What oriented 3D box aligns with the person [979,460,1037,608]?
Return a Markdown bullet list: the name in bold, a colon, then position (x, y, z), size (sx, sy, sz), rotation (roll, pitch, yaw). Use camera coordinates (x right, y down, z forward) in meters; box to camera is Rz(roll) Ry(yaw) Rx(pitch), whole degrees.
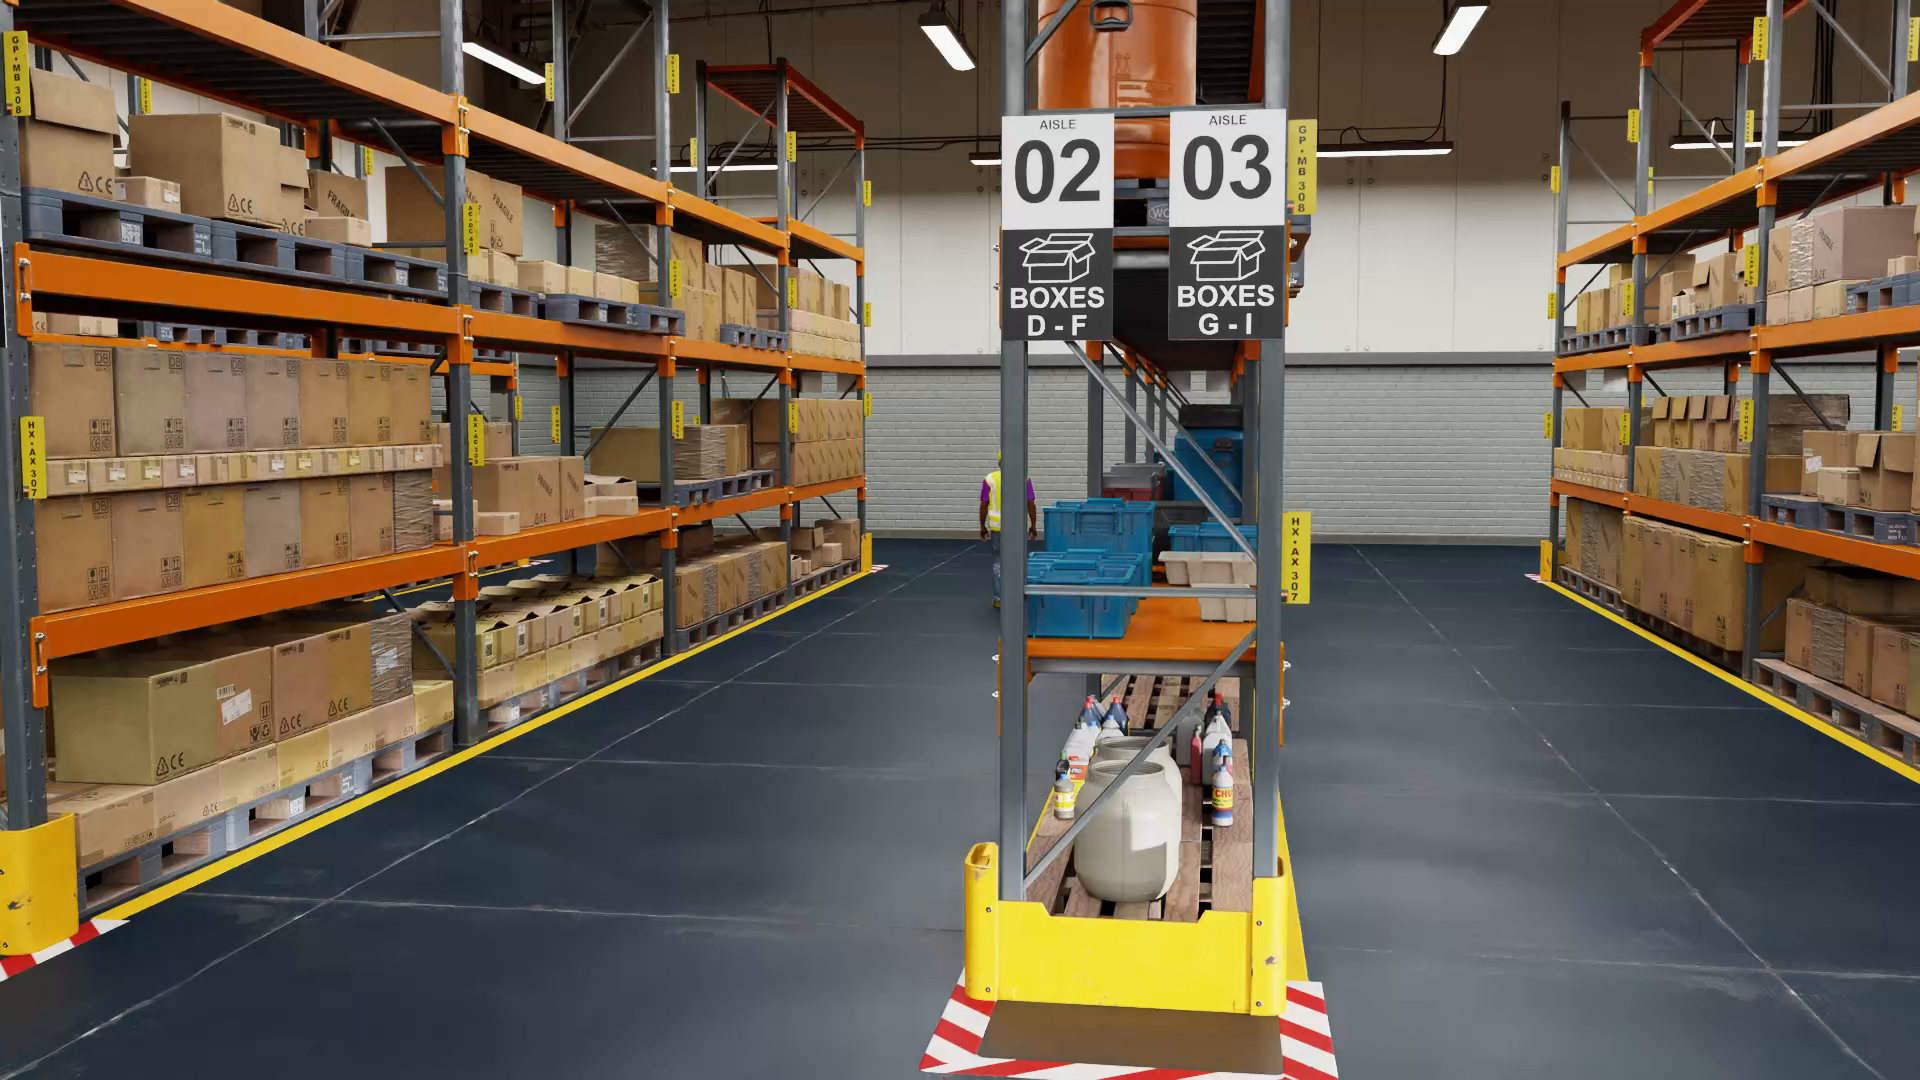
- **person**: position (12.264, -3.887, 19.815), size (23.700, 9.002, 6.029), rotation (0, 4, 5)
